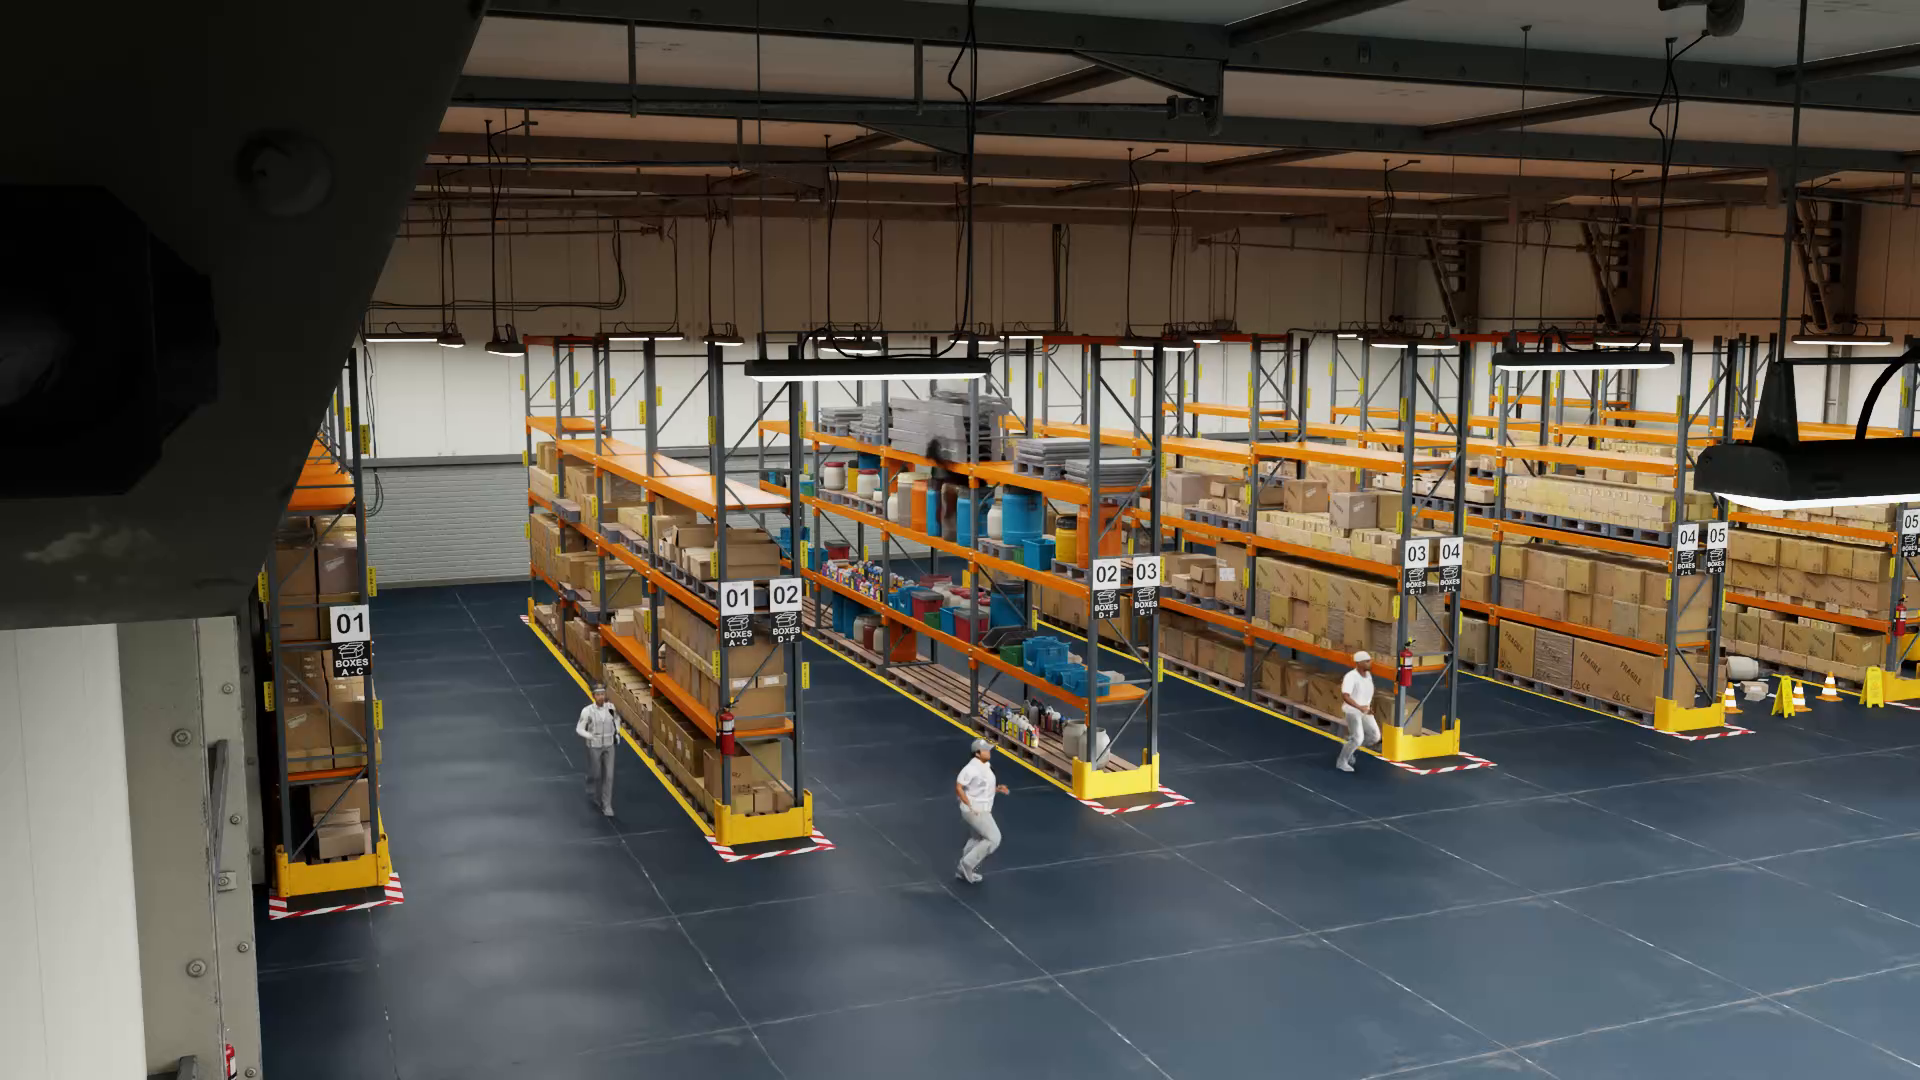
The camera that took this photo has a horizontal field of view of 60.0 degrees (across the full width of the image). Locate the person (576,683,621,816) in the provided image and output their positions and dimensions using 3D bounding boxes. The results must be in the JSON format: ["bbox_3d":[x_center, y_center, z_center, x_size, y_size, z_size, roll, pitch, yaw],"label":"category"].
[{"bbox_3d":[-4.620,2.652,21.410,0.618,1.669,0.890,-4,9,-27],"label":"person"}]

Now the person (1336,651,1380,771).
[{"bbox_3d":[5.621,2.389,23.294,0.753,1.687,0.564,-7,11,-44],"label":"person"}]

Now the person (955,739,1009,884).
[{"bbox_3d":[0.253,3.038,18.731,0.585,1.633,0.586,1,8,10],"label":"person"}]
